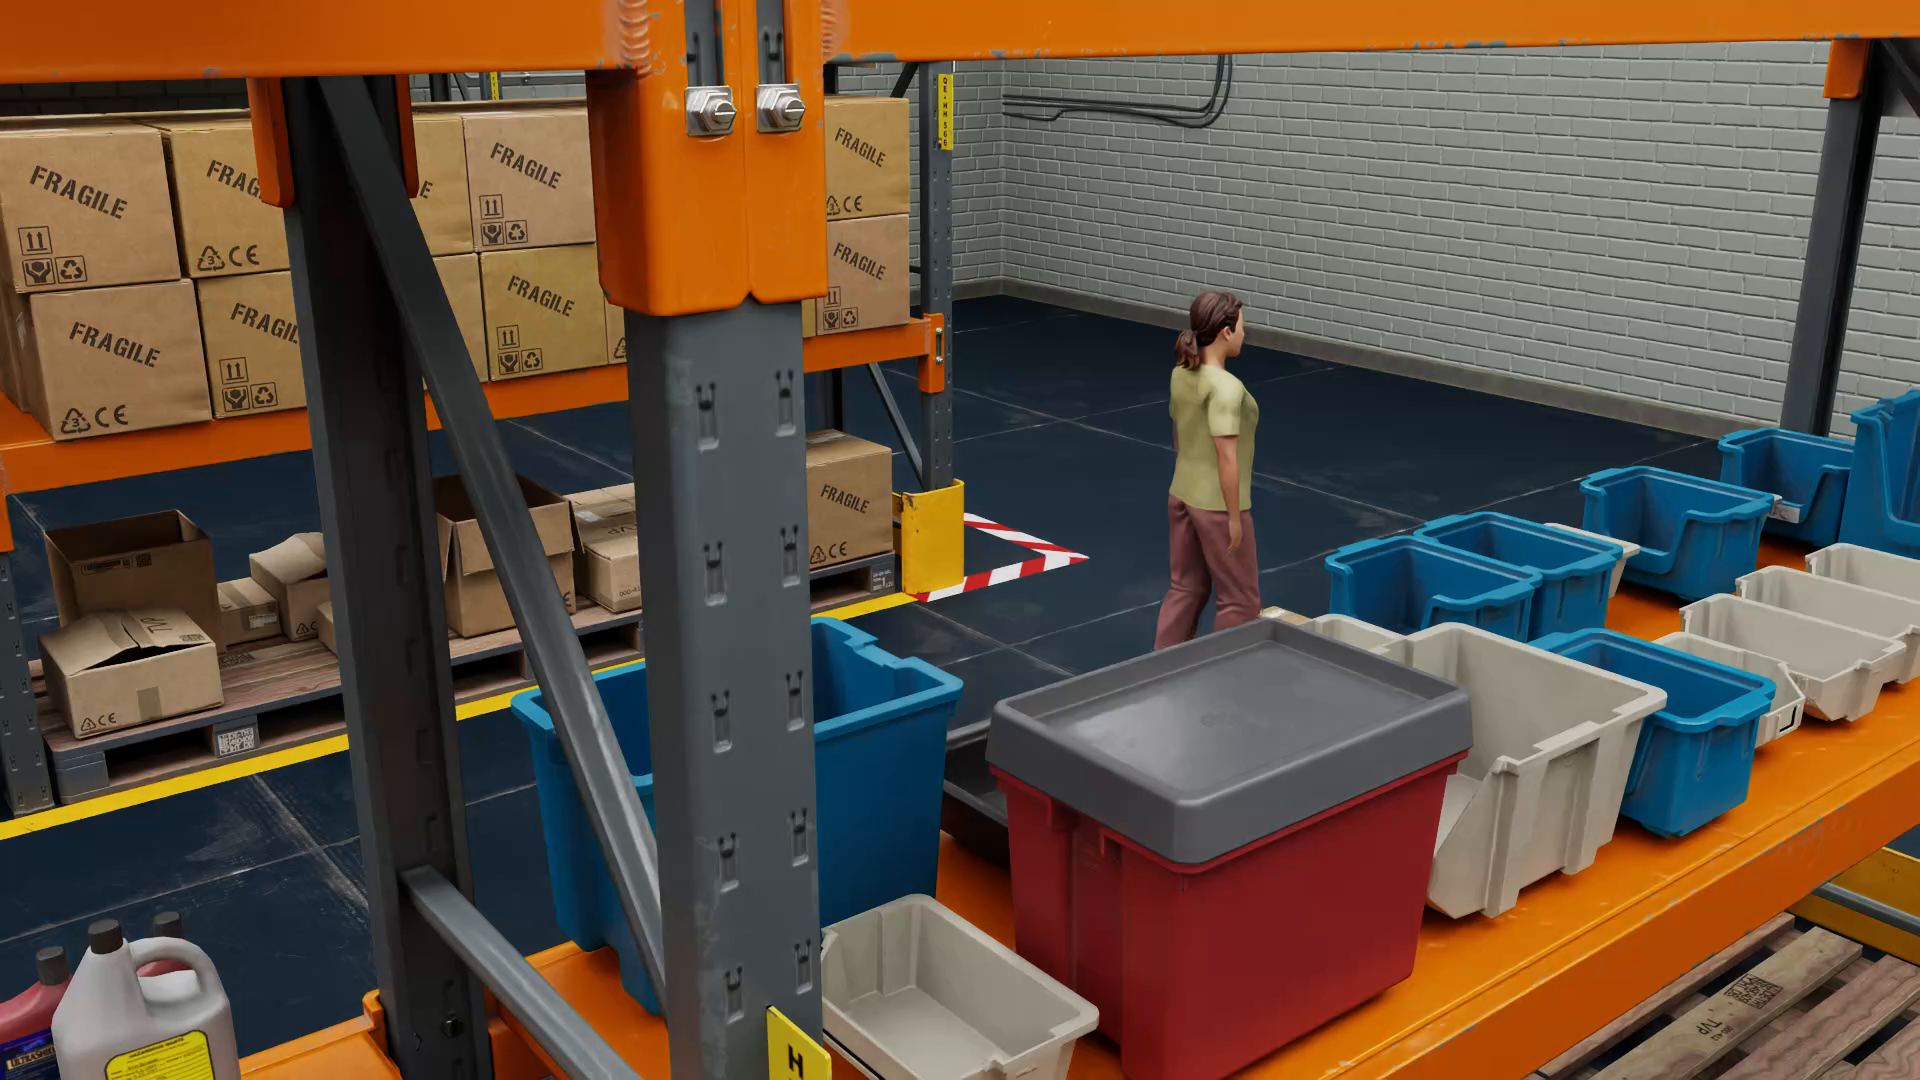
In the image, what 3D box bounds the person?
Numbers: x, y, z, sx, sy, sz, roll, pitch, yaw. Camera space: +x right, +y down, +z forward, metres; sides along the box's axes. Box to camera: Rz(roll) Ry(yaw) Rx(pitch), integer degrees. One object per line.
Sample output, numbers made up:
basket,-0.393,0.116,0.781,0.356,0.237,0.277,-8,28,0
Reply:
person,1.002,-0.119,6.405,0.539,1.681,0.465,-7,19,-22
